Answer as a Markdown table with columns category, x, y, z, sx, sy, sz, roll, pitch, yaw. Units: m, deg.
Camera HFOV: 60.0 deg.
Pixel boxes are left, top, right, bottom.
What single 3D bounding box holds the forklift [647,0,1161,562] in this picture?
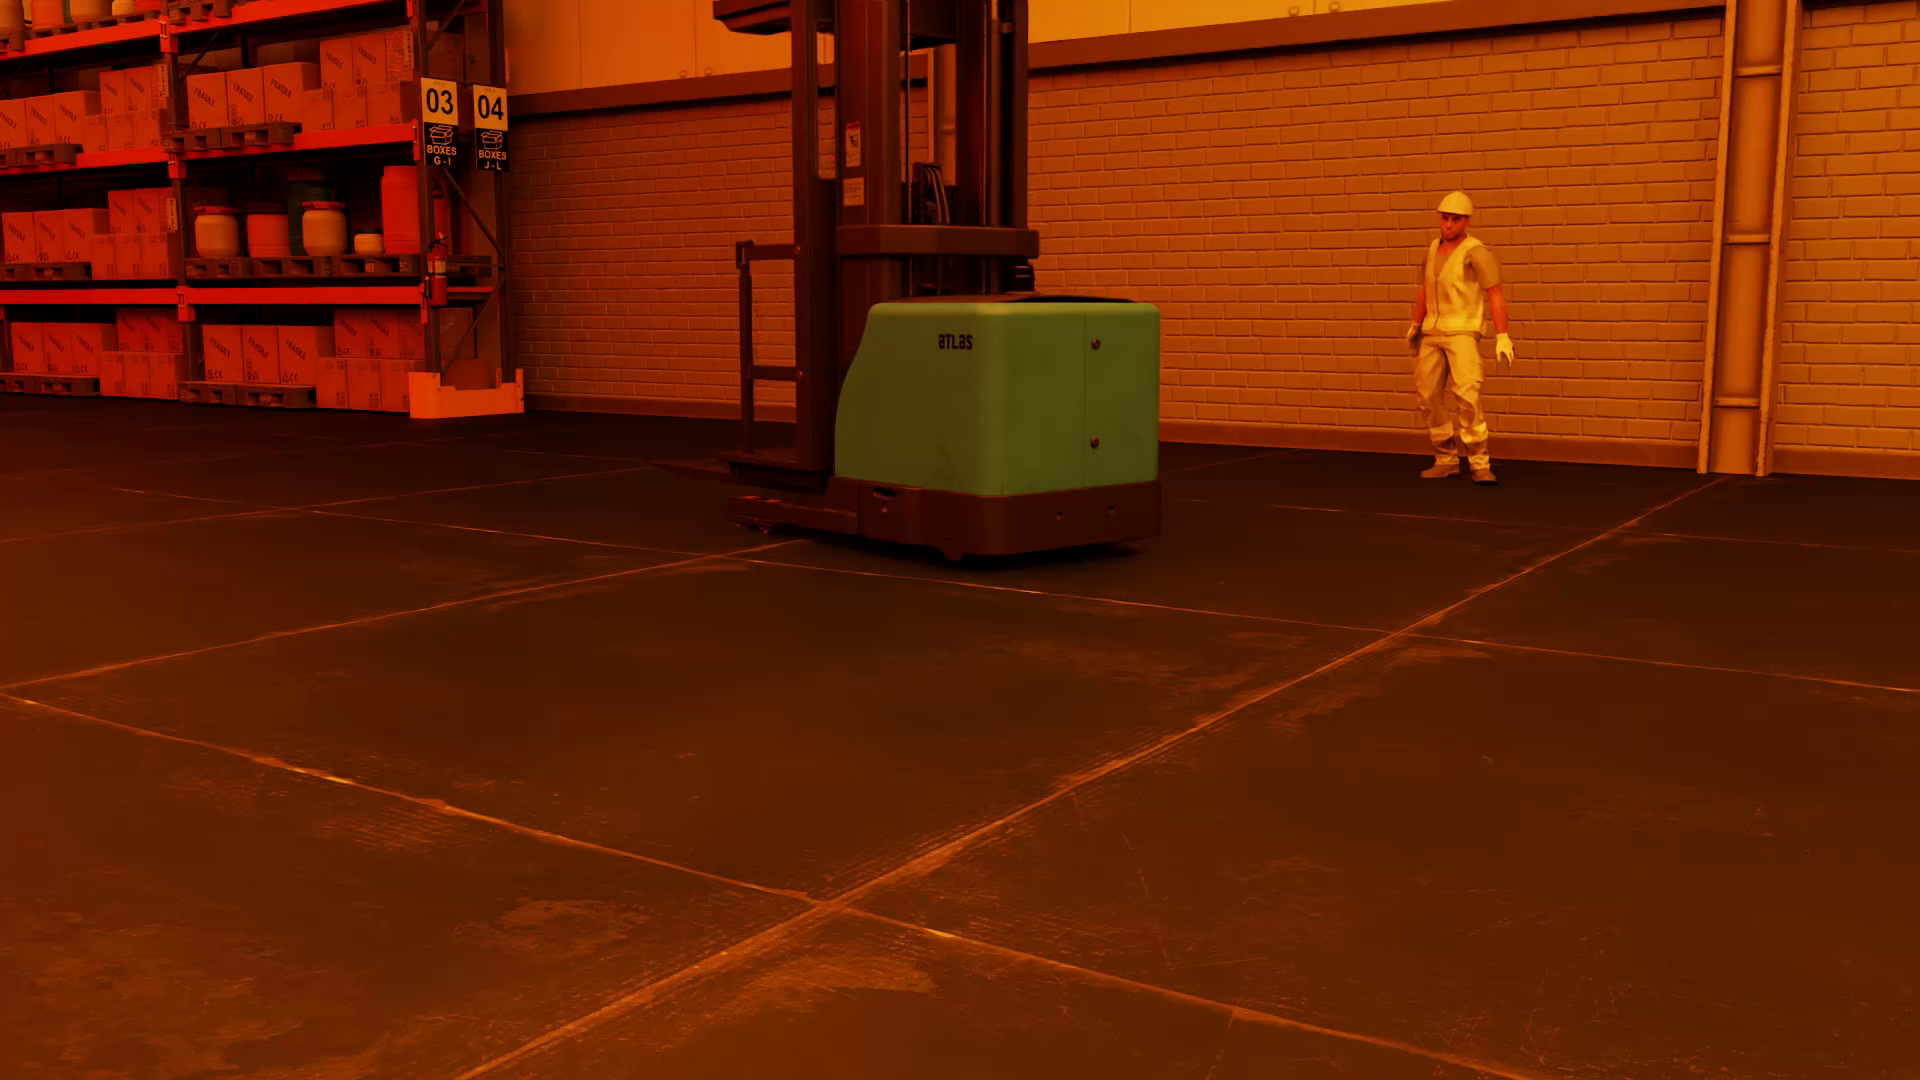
| category | x | y | z | sx | sy | sz | roll | pitch | yaw |
| --- | --- | --- | --- | --- | --- | --- | --- | --- | --- |
| forklift | -0.460 | -1.520 | 7.884 | 1.130 | 2.935 | 3.031 | -7 | 11 | -40 |

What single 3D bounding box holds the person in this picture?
| category | x | y | z | sx | sy | sz | roll | pitch | yaw |
| --- | --- | --- | --- | --- | --- | --- | --- | --- | --- |
| person | 3.003 | -1.231 | 10.153 | 0.459 | 1.747 | 0.883 | -4 | 9 | -29 |
